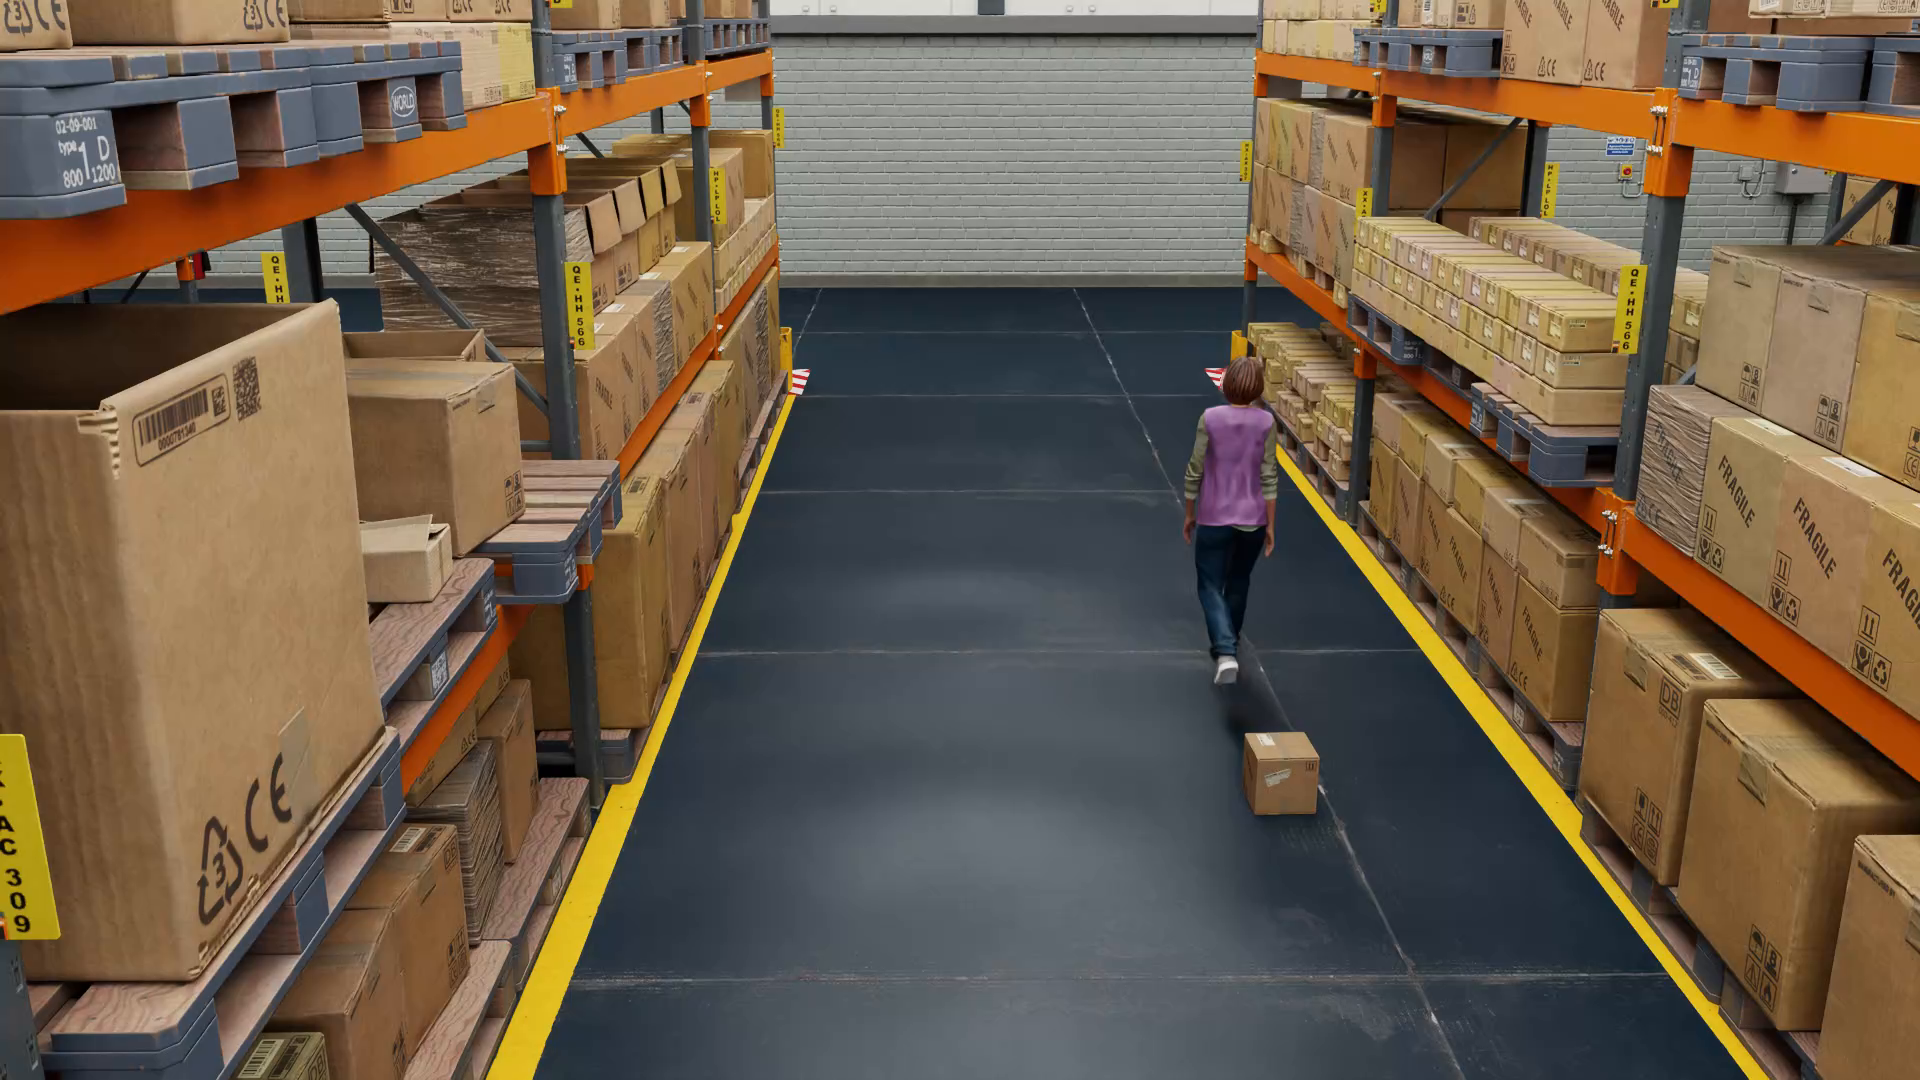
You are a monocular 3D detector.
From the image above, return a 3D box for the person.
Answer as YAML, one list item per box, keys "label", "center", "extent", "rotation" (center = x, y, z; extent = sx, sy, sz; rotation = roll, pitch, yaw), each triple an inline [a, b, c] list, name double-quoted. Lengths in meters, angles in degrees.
- label: "person"
  center: [1.262, -0.071, 7.759]
  extent: [0.428, 1.559, 0.834]
  rotation: [0, 17, 1]
